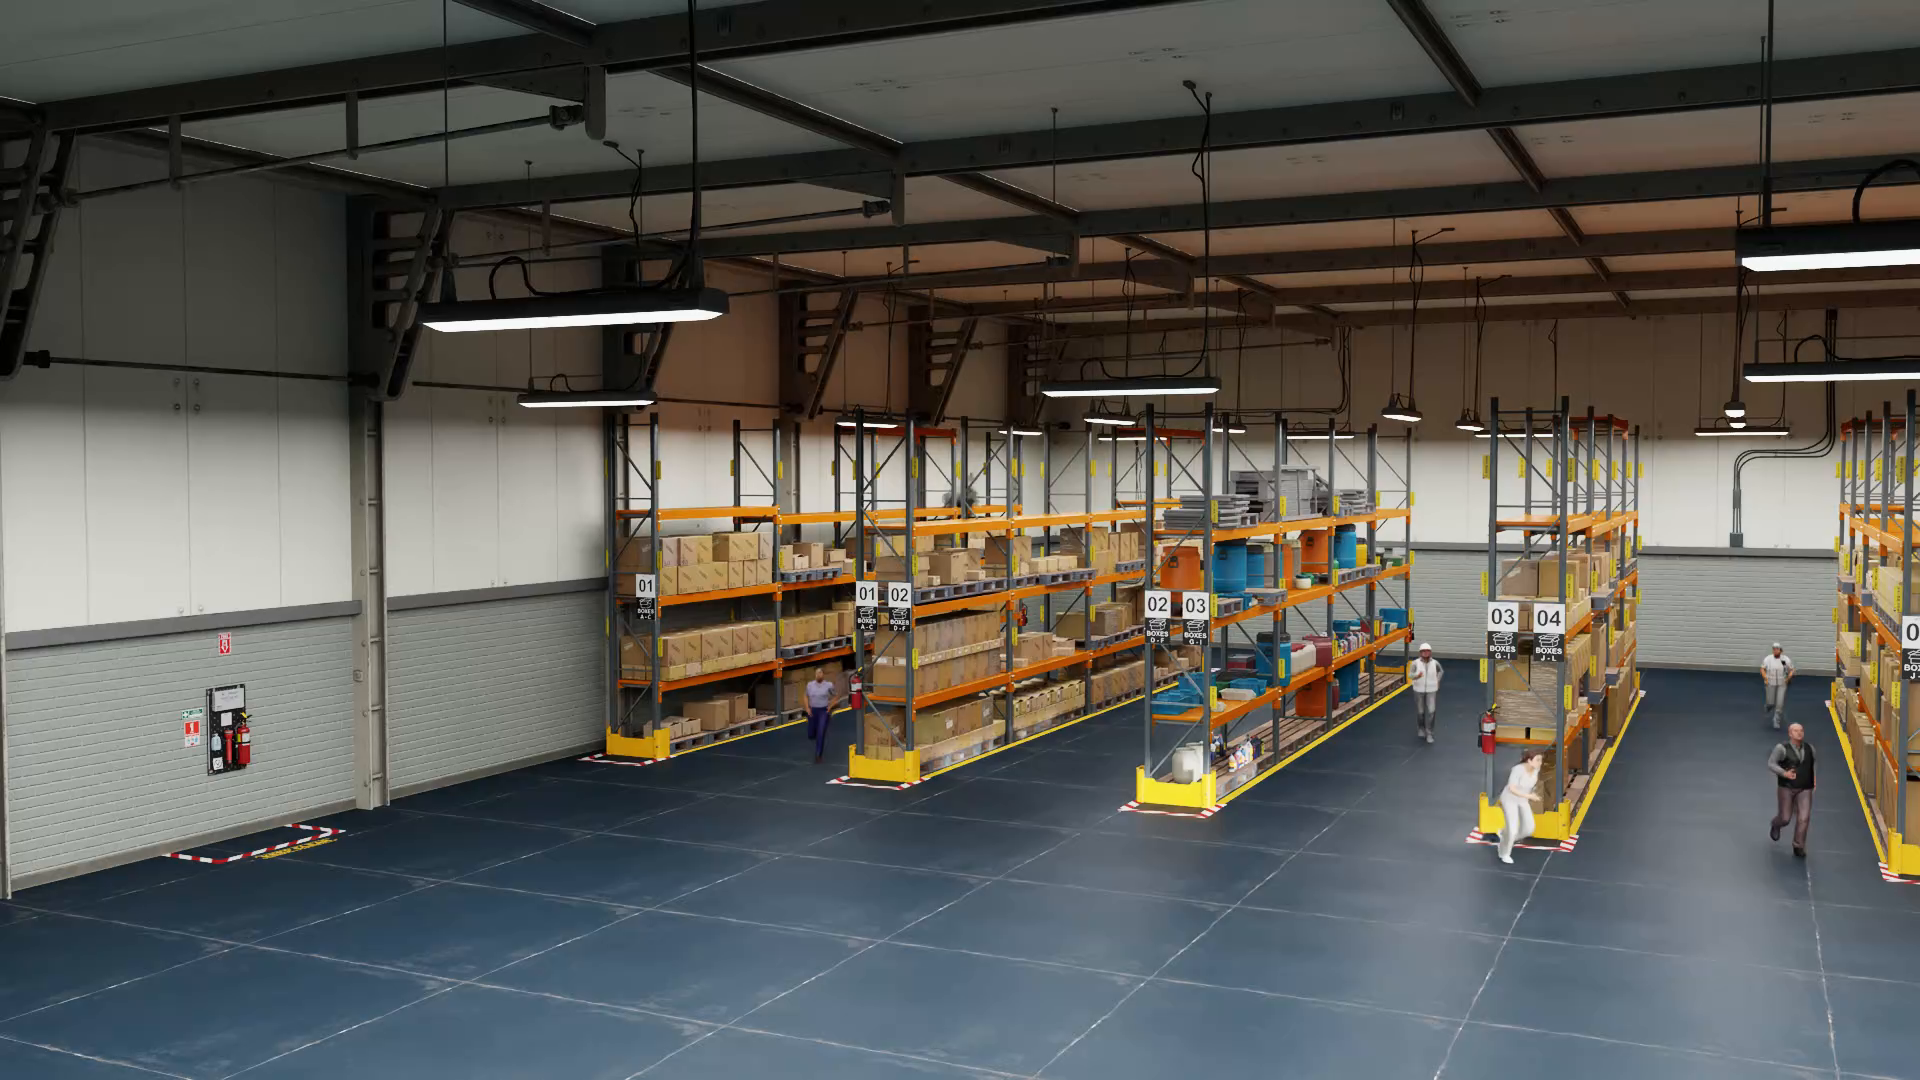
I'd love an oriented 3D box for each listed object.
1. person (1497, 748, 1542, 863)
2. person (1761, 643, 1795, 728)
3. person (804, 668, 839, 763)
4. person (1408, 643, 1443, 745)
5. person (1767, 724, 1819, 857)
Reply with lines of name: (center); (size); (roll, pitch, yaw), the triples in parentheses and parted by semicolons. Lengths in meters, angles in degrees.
person: (7.158, 3.368, 21.111); (0.582, 1.521, 0.775); (-1, 3, -26)
person: (15.984, 2.832, 32.506); (0.602, 1.643, 0.601); (1, 3, 26)
person: (-2.413, 3.019, 28.756); (0.606, 1.612, 0.806); (1, 2, 12)
person: (8.582, 2.807, 30.671); (0.643, 1.810, 0.825); (1, 2, 14)
person: (10.881, 3.239, 21.705); (0.689, 1.700, 0.781); (0, 2, 5)
